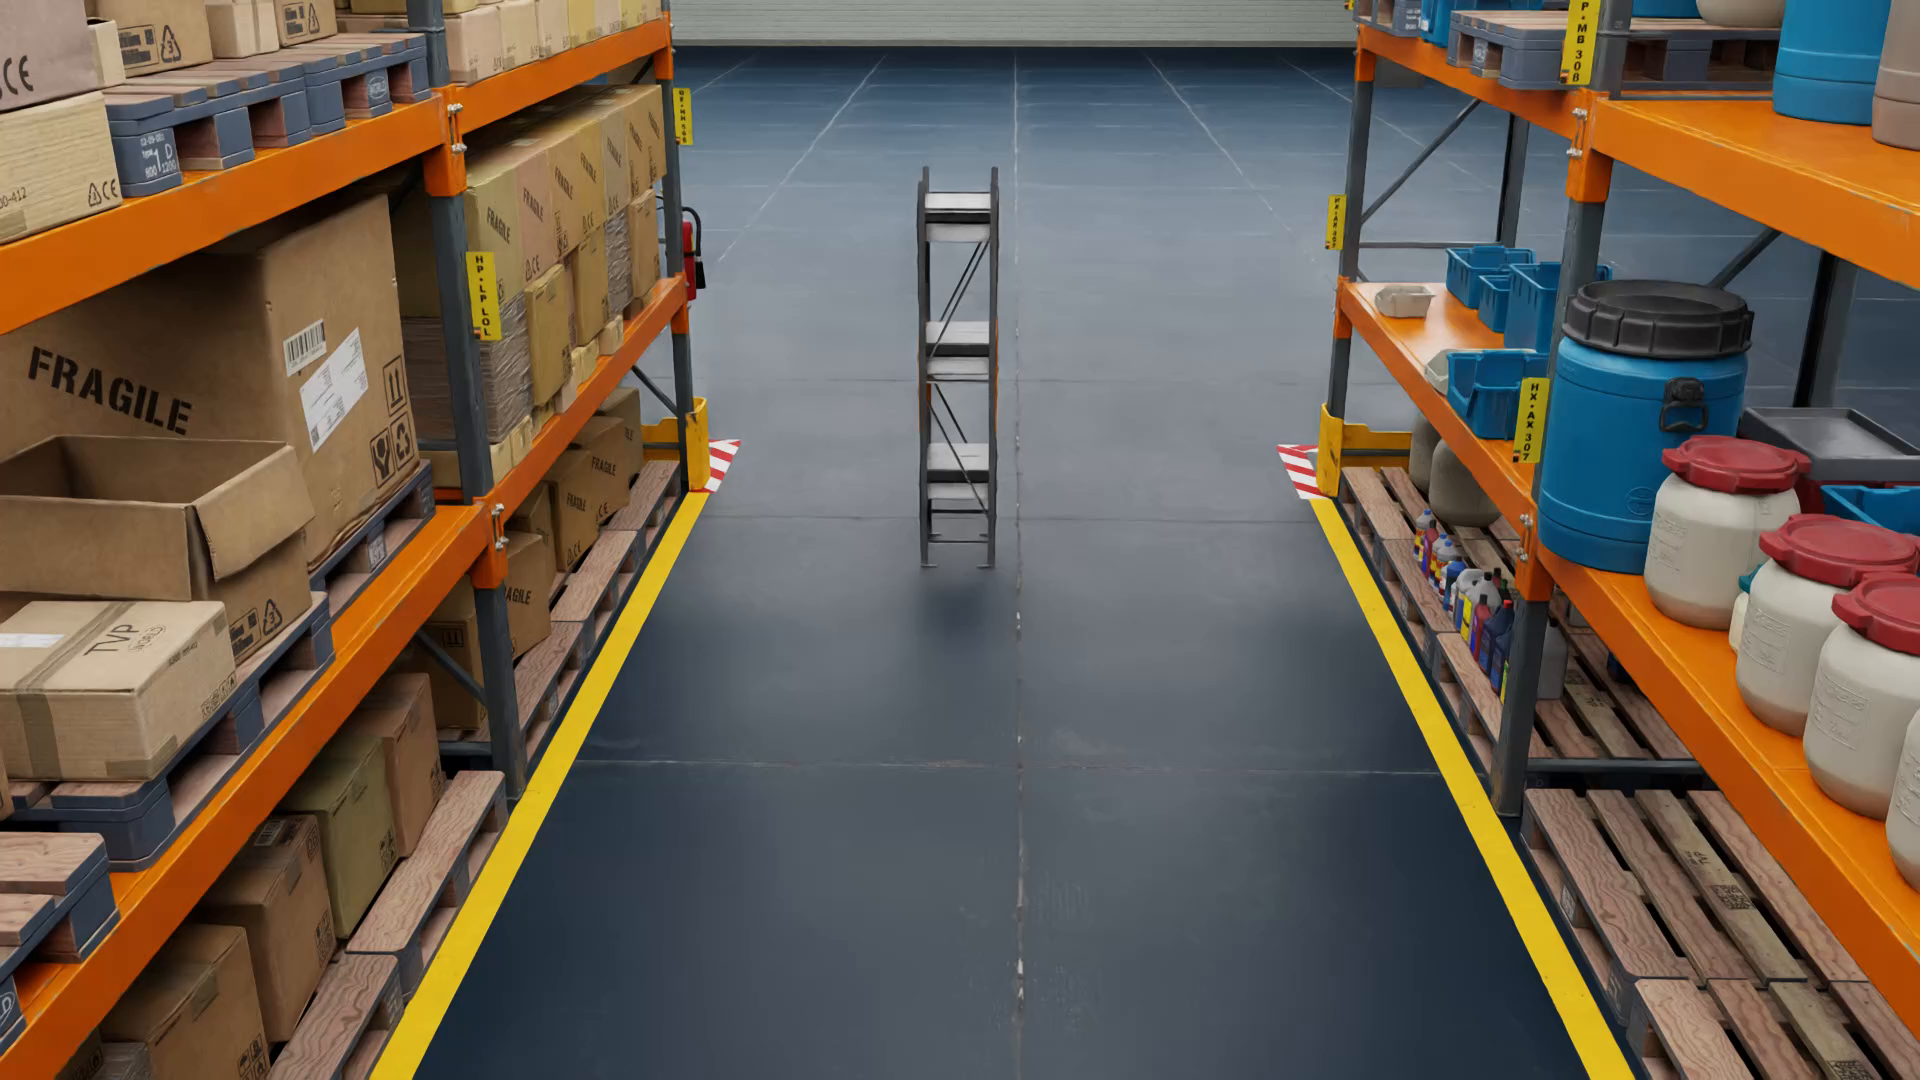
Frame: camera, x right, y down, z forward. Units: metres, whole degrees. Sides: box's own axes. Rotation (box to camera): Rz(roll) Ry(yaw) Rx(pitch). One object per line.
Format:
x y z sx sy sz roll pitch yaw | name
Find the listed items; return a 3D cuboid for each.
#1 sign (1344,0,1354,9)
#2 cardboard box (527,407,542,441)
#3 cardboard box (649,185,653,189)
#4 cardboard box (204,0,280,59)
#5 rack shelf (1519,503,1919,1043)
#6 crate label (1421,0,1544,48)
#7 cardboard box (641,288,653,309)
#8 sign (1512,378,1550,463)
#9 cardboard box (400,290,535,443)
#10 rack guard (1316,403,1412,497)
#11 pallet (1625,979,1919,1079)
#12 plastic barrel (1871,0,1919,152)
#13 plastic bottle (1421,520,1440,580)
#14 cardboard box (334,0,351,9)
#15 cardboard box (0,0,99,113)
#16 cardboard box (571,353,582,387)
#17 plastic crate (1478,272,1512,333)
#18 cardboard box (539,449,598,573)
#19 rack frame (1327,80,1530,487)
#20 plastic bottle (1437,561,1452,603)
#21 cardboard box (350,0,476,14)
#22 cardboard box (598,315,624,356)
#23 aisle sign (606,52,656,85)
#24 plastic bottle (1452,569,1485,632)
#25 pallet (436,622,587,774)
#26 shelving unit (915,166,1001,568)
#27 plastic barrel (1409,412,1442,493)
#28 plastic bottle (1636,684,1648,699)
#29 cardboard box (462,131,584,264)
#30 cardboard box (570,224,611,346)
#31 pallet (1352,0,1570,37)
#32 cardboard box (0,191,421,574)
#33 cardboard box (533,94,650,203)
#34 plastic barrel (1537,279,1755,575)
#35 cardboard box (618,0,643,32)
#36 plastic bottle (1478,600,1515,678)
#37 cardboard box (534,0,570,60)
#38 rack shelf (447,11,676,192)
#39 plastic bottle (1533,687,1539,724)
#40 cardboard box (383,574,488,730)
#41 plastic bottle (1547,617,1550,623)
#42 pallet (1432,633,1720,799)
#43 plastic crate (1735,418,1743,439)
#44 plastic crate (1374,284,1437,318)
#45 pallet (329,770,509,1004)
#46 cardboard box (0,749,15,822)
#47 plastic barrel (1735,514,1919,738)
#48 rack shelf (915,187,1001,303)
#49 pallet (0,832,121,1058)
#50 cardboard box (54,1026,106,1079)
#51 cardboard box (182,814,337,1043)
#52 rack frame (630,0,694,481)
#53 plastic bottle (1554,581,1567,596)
2.228 -3.158 9.361 0.100 0.325 0.005 1 21 2 | sign
-1.987 -0.494 7.003 0.380 0.149 0.250 1 21 2 | cardboard box
-2.217 -1.789 9.443 0.875 0.500 0.500 1 21 2 | cardboard box
-2.224 -1.546 4.826 0.396 0.266 0.258 1 21 4 | cardboard box
2.595 0.757 4.425 1.077 0.370 4.000 1 21 2 | rack shelf
2.390 -2.403 7.635 0.502 0.251 0.408 1 21 2 | crate label
-1.940 -1.398 9.333 0.380 0.149 0.250 1 21 2 | cardboard box
2.106 -0.440 6.134 0.100 0.325 0.005 1 21 2 | sign
-2.219 -0.703 6.645 0.875 0.500 0.500 1 21 2 | cardboard box
2.822 -0.554 10.266 1.175 0.500 0.348 1 21 2 | rack guard
2.636 1.725 4.790 1.003 0.211 1.213 1 21 2 | pallet
2.837 -1.511 4.436 0.600 0.901 0.600 0 21 0 | plastic barrel
2.386 0.048 8.407 0.061 0.283 0.133 1 21 3 | plastic bottle
-2.475 -2.086 6.269 0.380 0.149 0.250 1 21 2 | cardboard box
-2.118 -1.120 3.293 0.500 0.500 0.500 0 21 0 | cardboard box
-1.974 -0.765 7.702 0.380 0.149 0.250 1 21 2 | cardboard box
3.036 -1.259 8.833 0.499 0.251 0.408 1 21 2 | plastic crate
-2.231 -0.164 8.680 0.500 0.500 0.500 3 21 7 | cardboard box
2.777 -1.748 9.886 1.000 3.000 0.127 1 21 2 | rack frame
2.394 0.200 8.127 0.097 0.201 0.097 0 21 0 | plastic bottle
-1.977 -1.984 6.006 0.380 0.149 0.250 0 21 0 | cardboard box
-1.916 -1.036 8.400 0.380 0.149 0.250 1 21 2 | cardboard box
-1.872 -3.033 9.605 0.394 0.787 0.004 1 21 2 | aisle sign
2.412 0.283 7.811 0.152 0.276 0.135 1 21 3 | plastic bottle
-2.310 0.701 7.430 1.003 0.211 1.213 1 21 2 | pallet
-0.005 -0.919 8.995 0.431 2.100 0.503 1 21 2 | shelving unit
2.834 -0.545 9.645 0.421 0.512 0.421 0 21 0 | plastic barrel
2.980 0.531 7.159 0.061 0.283 0.133 1 21 2 | plastic bottle
-1.998 -1.529 7.390 0.500 0.500 0.500 1 21 2 | cardboard box
-2.198 -1.246 8.043 0.875 0.500 0.500 1 21 2 | cardboard box
2.654 -2.760 8.609 1.003 0.211 1.213 1 21 2 | pallet
-2.459 -0.545 5.378 1.000 1.000 1.000 1 21 2 | cardboard box
-1.952 -2.071 8.788 0.500 0.500 0.500 1 21 2 | cardboard box
2.341 -0.399 5.717 0.600 0.901 0.708 1 21 2 | plastic barrel
-1.946 -2.773 8.589 0.500 0.250 0.500 1 21 2 | cardboard box
2.393 0.423 7.345 0.144 0.351 0.185 0 21 -1 | plastic bottle
-1.988 -2.215 7.152 0.500 0.250 0.500 0 21 -1 | cardboard box
-2.234 -2.142 7.750 1.077 0.370 4.000 1 21 2 | rack shelf
2.355 0.664 6.932 0.097 0.201 0.097 0 21 0 | plastic bottle
-2.243 0.470 7.047 0.500 0.500 0.500 0 21 0 | cardboard box
2.542 0.451 7.378 0.152 0.276 0.135 1 21 2 | plastic bottle
2.718 0.756 7.288 1.003 0.211 1.213 1 21 2 | pallet
2.799 -0.460 6.654 0.767 0.338 0.504 1 21 2 | plastic crate
2.429 -1.305 9.109 0.298 0.136 0.250 1 21 2 | plastic crate
-2.317 1.226 6.078 1.003 0.211 1.213 1 21 2 | pallet
-2.523 0.450 3.505 0.700 0.500 0.500 4 22 10 | cardboard box
2.385 0.244 4.565 0.433 0.535 0.433 0 21 0 | plastic barrel
-0.005 -1.559 8.747 0.431 0.518 0.480 1 21 2 | rack shelf
-2.501 0.921 3.273 1.213 0.211 1.003 1 21 2 | pallet
-2.420 1.267 3.928 0.500 0.250 0.500 3 21 8 | cardboard box
-2.385 1.201 5.135 0.700 0.500 0.500 -1 21 -3 | cardboard box
-2.173 -1.802 10.026 1.000 3.000 0.127 1 21 2 | rack frame
2.995 0.167 8.212 0.097 0.201 0.097 0 21 0 | plastic bottle
